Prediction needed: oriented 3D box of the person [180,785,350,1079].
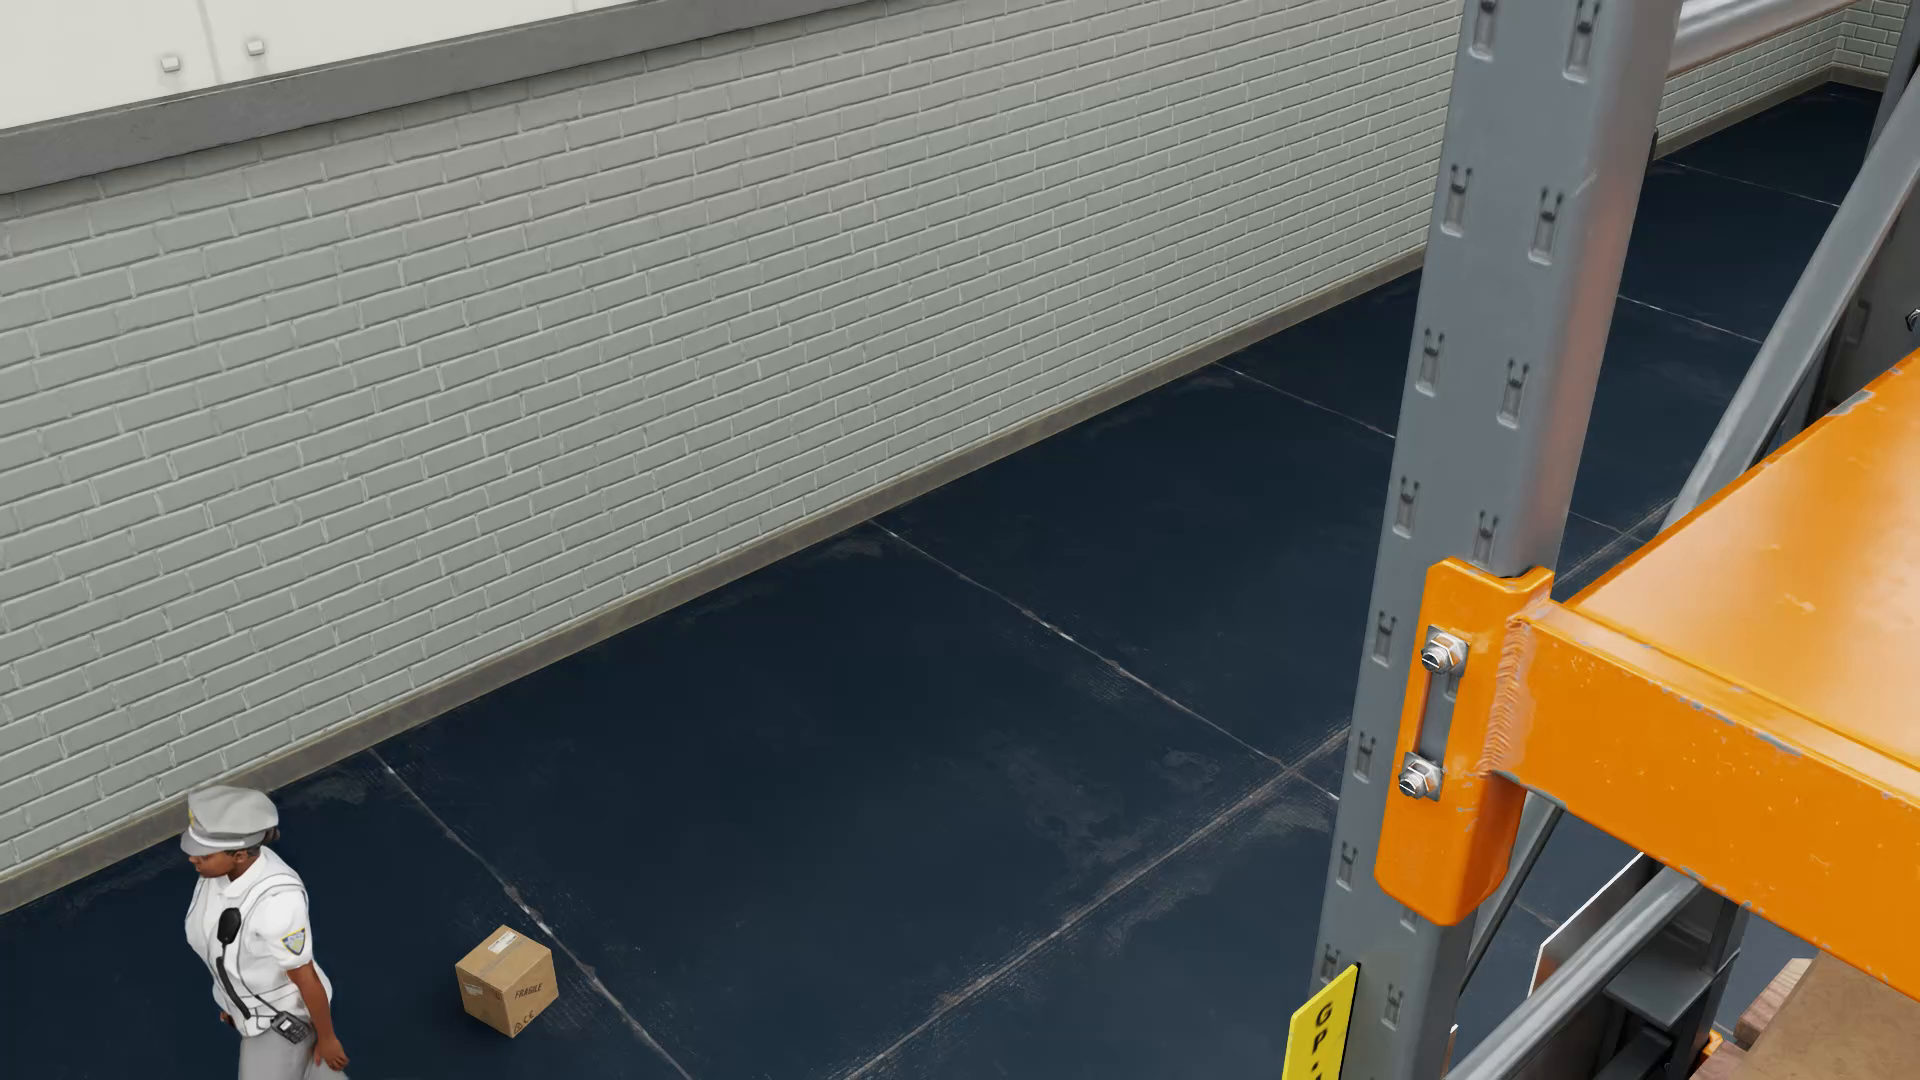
[{"bbox_3d":[-2.170,1.496,5.216,0.489,1.741,0.484,-27,41,-36],"label":"person"}]
